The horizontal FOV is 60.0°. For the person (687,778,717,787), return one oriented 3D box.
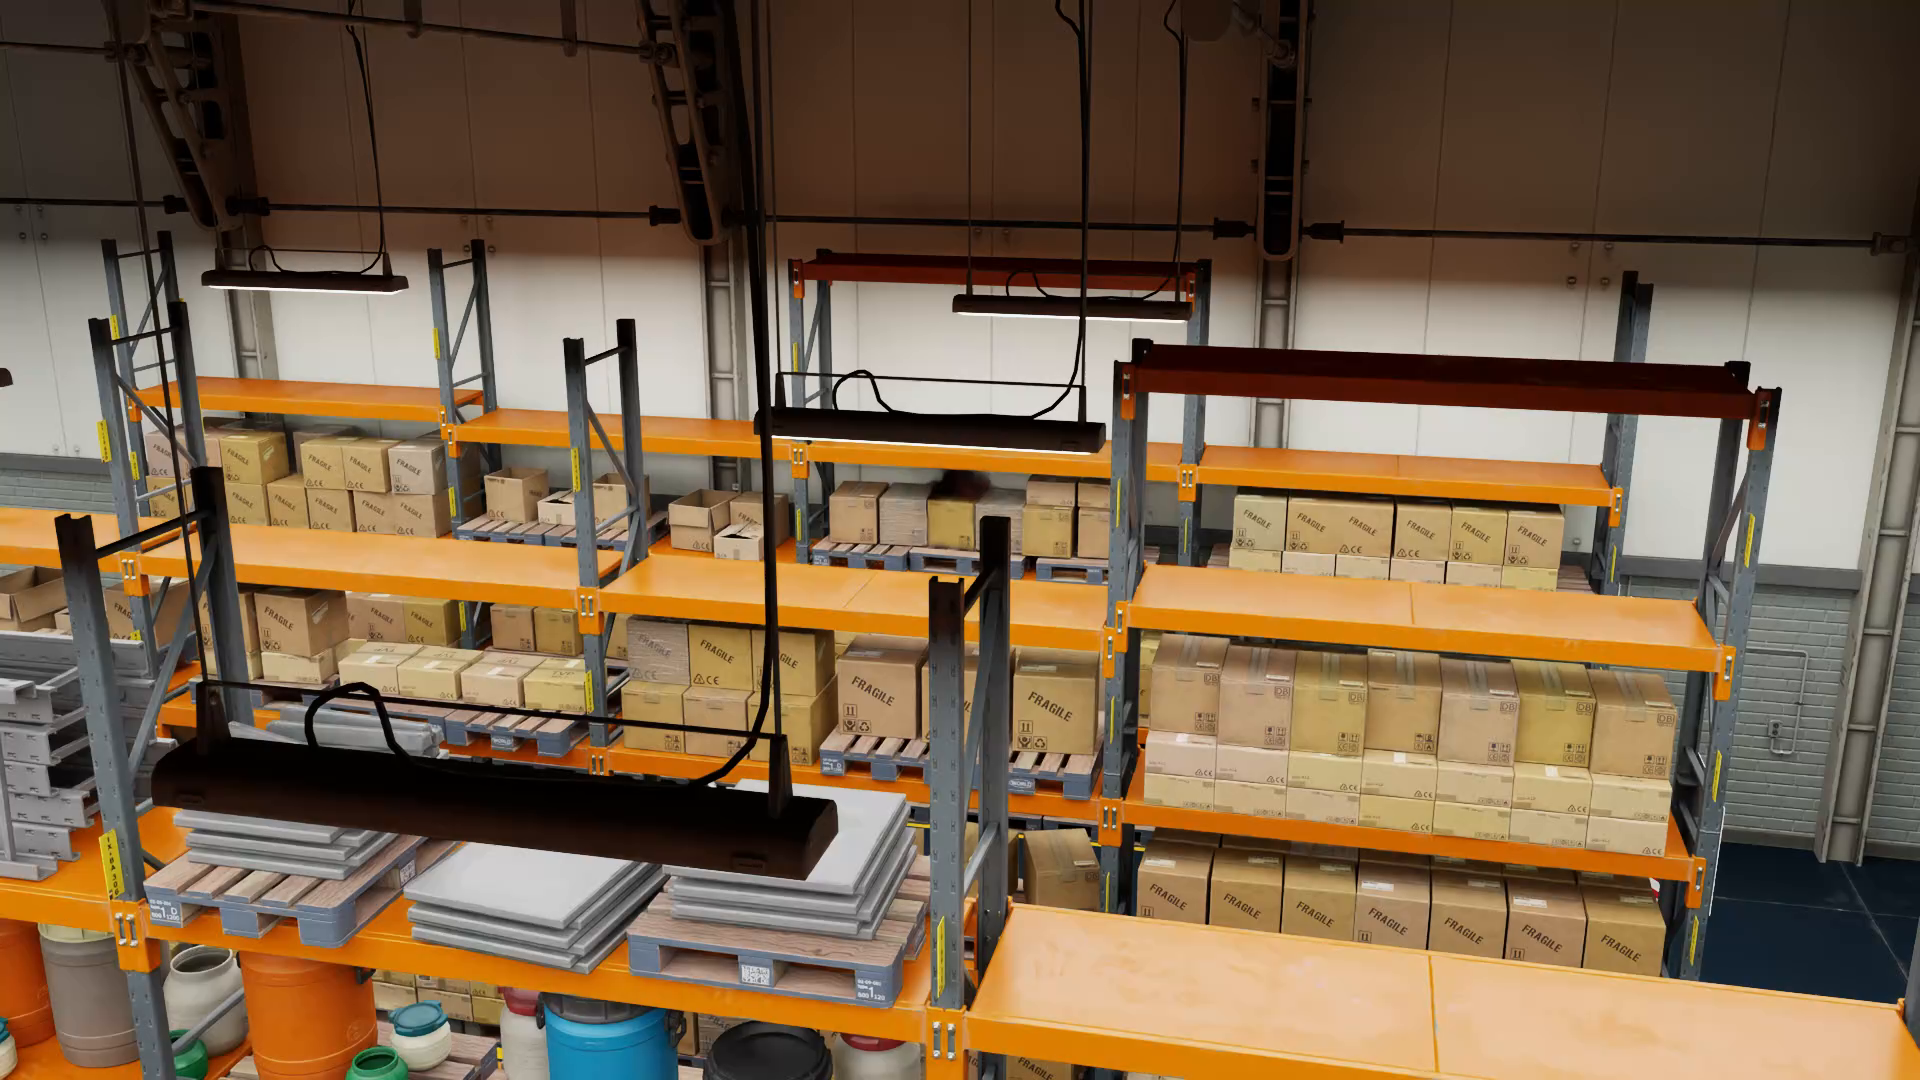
[{"bbox_3d":[-2.383,2.840,15.490,0.585,1.756,0.778,-15,22,-41],"label":"person"}]
